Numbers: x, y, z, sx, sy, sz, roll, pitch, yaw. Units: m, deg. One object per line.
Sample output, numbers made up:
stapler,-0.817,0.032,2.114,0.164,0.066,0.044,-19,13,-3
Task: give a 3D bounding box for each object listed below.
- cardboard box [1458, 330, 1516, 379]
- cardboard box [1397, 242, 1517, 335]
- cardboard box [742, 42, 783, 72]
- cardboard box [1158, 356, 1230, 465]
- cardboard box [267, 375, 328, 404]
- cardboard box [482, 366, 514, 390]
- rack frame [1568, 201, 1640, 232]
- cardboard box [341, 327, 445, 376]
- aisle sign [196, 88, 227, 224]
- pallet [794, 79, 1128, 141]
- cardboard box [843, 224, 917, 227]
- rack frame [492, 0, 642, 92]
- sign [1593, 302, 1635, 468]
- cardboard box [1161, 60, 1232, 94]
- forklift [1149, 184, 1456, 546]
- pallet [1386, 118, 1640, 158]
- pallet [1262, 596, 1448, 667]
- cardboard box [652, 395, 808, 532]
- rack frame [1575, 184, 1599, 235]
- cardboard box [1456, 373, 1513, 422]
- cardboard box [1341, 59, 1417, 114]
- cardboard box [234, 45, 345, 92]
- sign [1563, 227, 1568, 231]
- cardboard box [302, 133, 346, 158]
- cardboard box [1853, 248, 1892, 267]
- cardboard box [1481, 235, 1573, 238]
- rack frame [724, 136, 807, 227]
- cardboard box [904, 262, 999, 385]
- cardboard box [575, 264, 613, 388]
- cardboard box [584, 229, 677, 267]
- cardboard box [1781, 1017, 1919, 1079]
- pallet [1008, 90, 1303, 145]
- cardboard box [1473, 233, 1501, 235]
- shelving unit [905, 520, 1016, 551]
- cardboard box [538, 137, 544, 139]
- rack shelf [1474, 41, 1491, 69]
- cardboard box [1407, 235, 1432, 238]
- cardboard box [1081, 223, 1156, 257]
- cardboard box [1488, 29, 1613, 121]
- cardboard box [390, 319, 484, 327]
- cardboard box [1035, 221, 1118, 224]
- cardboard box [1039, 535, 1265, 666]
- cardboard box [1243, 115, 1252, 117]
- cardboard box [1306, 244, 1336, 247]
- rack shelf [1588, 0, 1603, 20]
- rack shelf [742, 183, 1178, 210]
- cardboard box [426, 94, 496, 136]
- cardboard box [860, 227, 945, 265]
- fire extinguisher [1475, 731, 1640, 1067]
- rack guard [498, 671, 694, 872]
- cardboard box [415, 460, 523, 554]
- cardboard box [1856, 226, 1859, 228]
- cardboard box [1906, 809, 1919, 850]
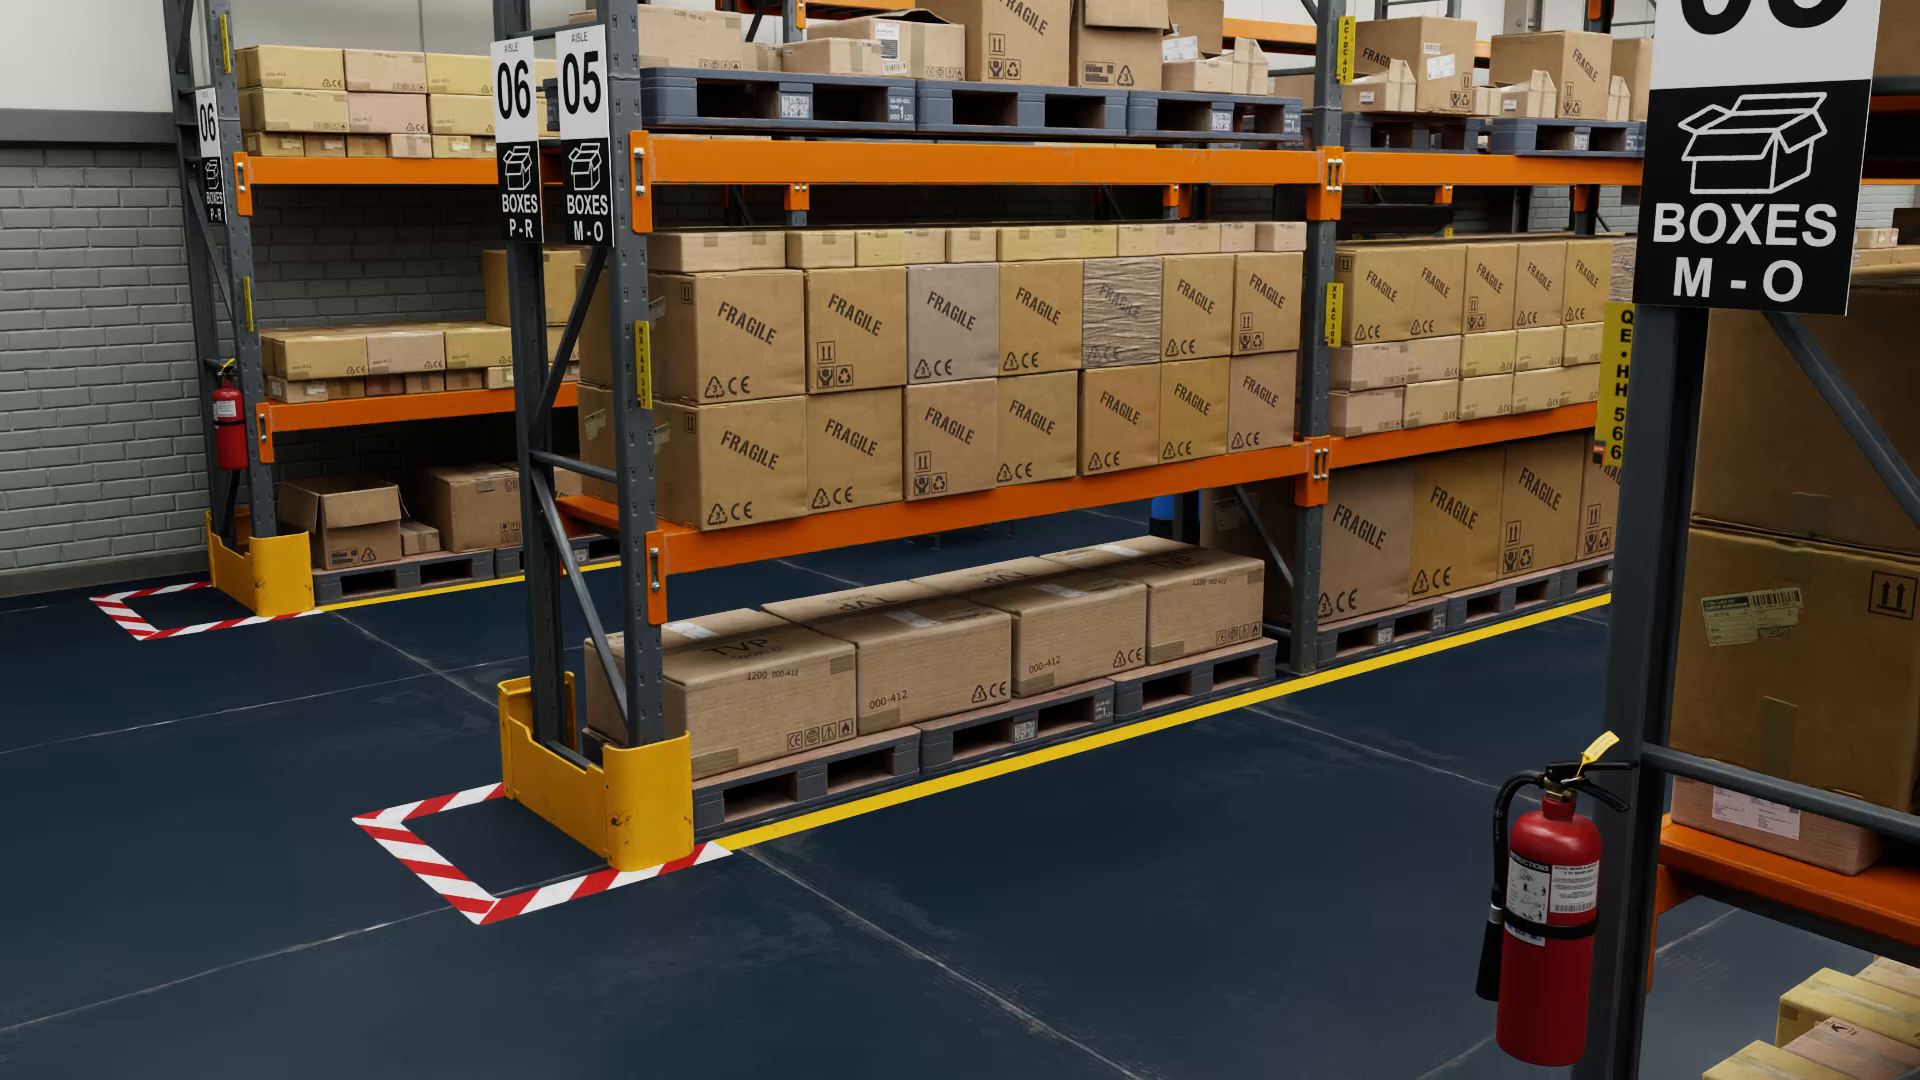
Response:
cardboard box,2.918,-1.117,9.825,0.500,0.250,0.500,-9,15,-37
cardboard box,2.894,-1.485,9.751,0.500,0.500,0.500,-10,16,-39
cardboard box,-0.953,-2.021,7.057,0.250,0.149,0.380,-11,16,-42
cardboard box,0.997,-0.681,8.372,0.500,0.500,0.500,-10,16,-39
cardboard box,-4.201,-0.962,10.542,0.250,0.149,0.380,-10,15,-38
cardboard box,-3.164,-1.121,11.291,0.250,0.149,0.380,-10,16,-39
rack frame,7.865,-3.163,20.302,0.127,3.000,1.000,-9,15,-38
cardboard box,-3.713,-1.239,10.889,0.500,0.250,0.500,-9,15,-37
aisle sign,-4.499,-2.302,9.988,0.004,0.787,0.394,-9,15,-38
pallet,0.001,-1.963,7.644,1.213,0.211,1.003,-9,15,-38
cardboard box,-0.408,-1.391,7.748,0.250,0.149,0.380,-9,15,-36
rack frame,-1.525,-3.217,6.112,0.127,3.000,1.000,-9,15,-38
sign,1.315,-0.306,3.299,0.005,0.325,0.100,-9,15,-38
cardboard box,1.093,-2.231,8.044,0.250,0.149,0.380,-9,15,-36
forklift,2.921,-1.338,11.871,3.031,2.935,1.130,2,12,9
pallet,3.381,-2.457,10.212,1.213,0.211,1.003,-9,15,-35
pallet,2.154,0.451,9.998,1.213,0.211,1.003,-9,15,-38
cardboard box,-0.971,-0.347,6.799,0.500,0.500,0.500,-10,15,-38
rack frame,4.722,-1.320,11.624,0.127,3.000,1.000,-9,15,-38
cardboard box,2.920,-0.873,9.881,0.500,0.250,0.500,-10,15,-38
cardboard box,2.207,-2.416,8.877,0.258,0.266,0.396,-10,15,-38
cardboard box,-4.126,-2.887,10.225,0.500,0.250,0.500,-10,15,-38
sign,7.523,-3.716,20.631,0.005,0.325,0.100,-9,15,-38
cardboard box,-4.047,-2.473,10.436,0.250,0.149,0.380,-9,15,-37
cardboard box,6.834,-2.011,12.911,0.500,0.500,0.500,-9,15,-36
cardboard box,3.802,-1.768,11.085,0.500,0.500,0.500,-9,15,-37
rack frame,-1.506,-1.606,12.969,0.127,3.000,1.000,-9,15,-38
cardboard box,-0.176,-0.972,7.338,0.500,0.500,0.500,-10,15,-38
cardboard box,-1.298,-0.921,7.098,0.500,0.500,0.500,-9,15,-36
cardboard box,-1.370,-1.216,6.926,0.250,0.149,0.380,-9,15,-37
cardboard box,2.133,1.273,3.834,0.250,0.149,0.380,-9,15,-37
pallet,0.953,-2.120,8.385,1.213,0.211,1.003,-9,15,-38
cardboard box,6.039,-3.435,19.064,0.250,0.149,0.380,-9,15,-36
shelving unit,0.005,-0.735,12.477,0.755,1.500,0.431,-9,15,-38
cardboard box,-2.977,-2.618,11.119,0.250,0.149,0.380,-9,15,-38
rack shelf,6.303,-5.290,18.573,4.000,0.370,1.077,-9,15,-38
cardboard box,5.024,-3.272,18.296,0.250,0.149,0.380,-10,16,-39
cardboard box,0.723,-1.443,7.995,0.250,0.149,0.380,-10,15,-38
cardboard box,3.526,-2.766,9.960,0.500,0.500,0.500,-9,15,-37
cardboard box,-3.643,-1.392,11.606,0.500,0.250,0.500,-9,15,-36
cardboard box,0.594,-1.559,8.541,0.250,0.149,0.380,-10,15,-38
cardboard box,1.041,0.311,9.101,0.875,0.438,0.875,-10,15,-38
cardboard box,2.336,-3.950,15.294,0.500,0.500,0.500,-9,15,-37
cardboard box,1.790,-1.438,9.530,0.500,0.500,0.500,-9,15,-36
rack shelf,3.160,-3.448,9.895,4.000,0.370,1.077,-9,15,-38
rack shelf,0.056,-2.981,13.954,4.000,0.370,1.077,-9,15,-38
cardboard box,-3.320,-2.773,10.889,0.500,0.250,0.500,-10,16,-39
cardboard box,-0.274,-1.279,7.220,0.250,0.149,0.380,-9,15,-37
fire extinguisher,1.161,0.686,3.262,0.183,0.674,0.296,-9,15,-38
rack guard,-1.544,0.944,6.980,0.348,0.500,1.175,-9,15,-38
cardboard box,-3.400,-0.238,11.535,0.500,0.500,0.700,-9,15,-35
cardboard box,7.257,-2.553,13.899,0.250,0.149,0.380,-10,15,-38
cardboard box,1.942,0.516,3.581,0.250,0.149,0.380,-9,15,-38
